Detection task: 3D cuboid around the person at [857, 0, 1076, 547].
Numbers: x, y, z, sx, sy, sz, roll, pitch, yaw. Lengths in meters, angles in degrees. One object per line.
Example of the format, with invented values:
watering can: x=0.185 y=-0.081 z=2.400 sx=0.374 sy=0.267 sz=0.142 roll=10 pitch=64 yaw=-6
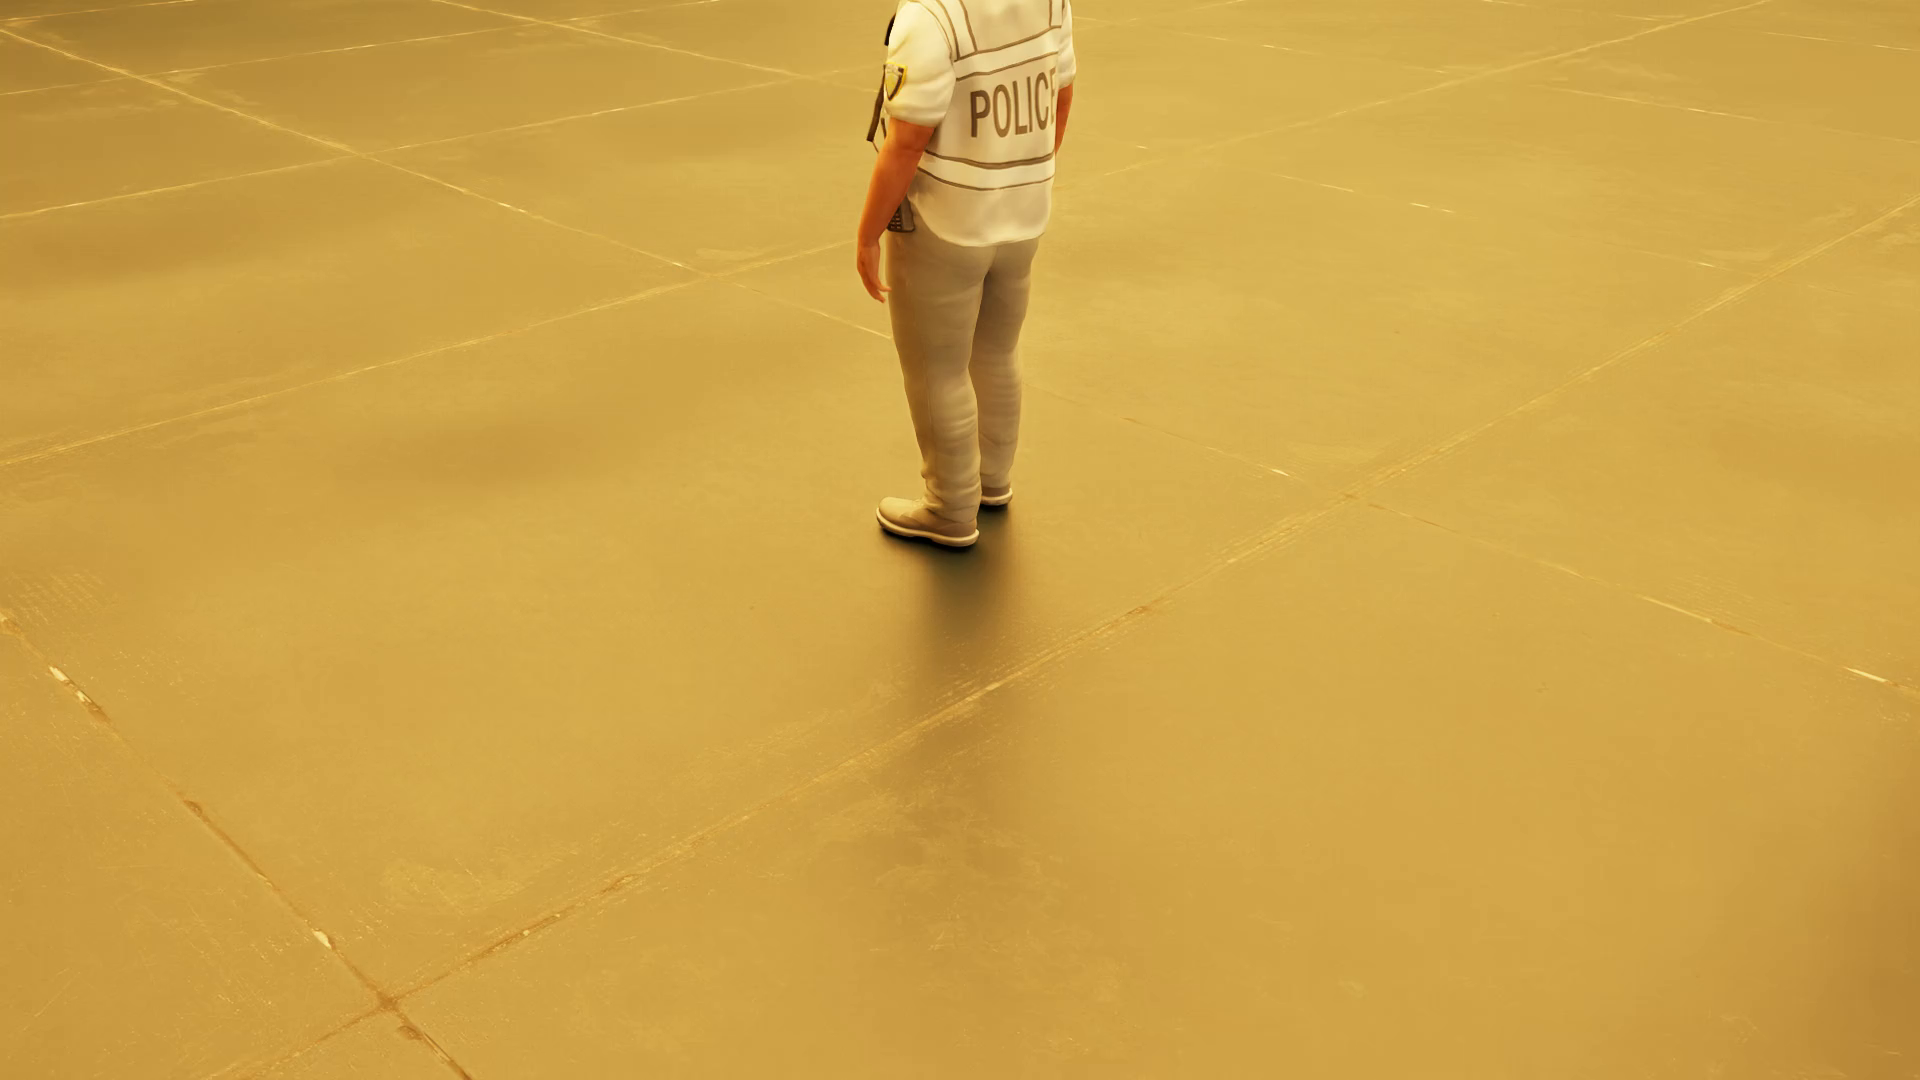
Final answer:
person: x=-0.047 y=-0.835 z=4.204 sx=0.641 sy=1.780 sz=0.574 roll=-24 pitch=35 yaw=-39
